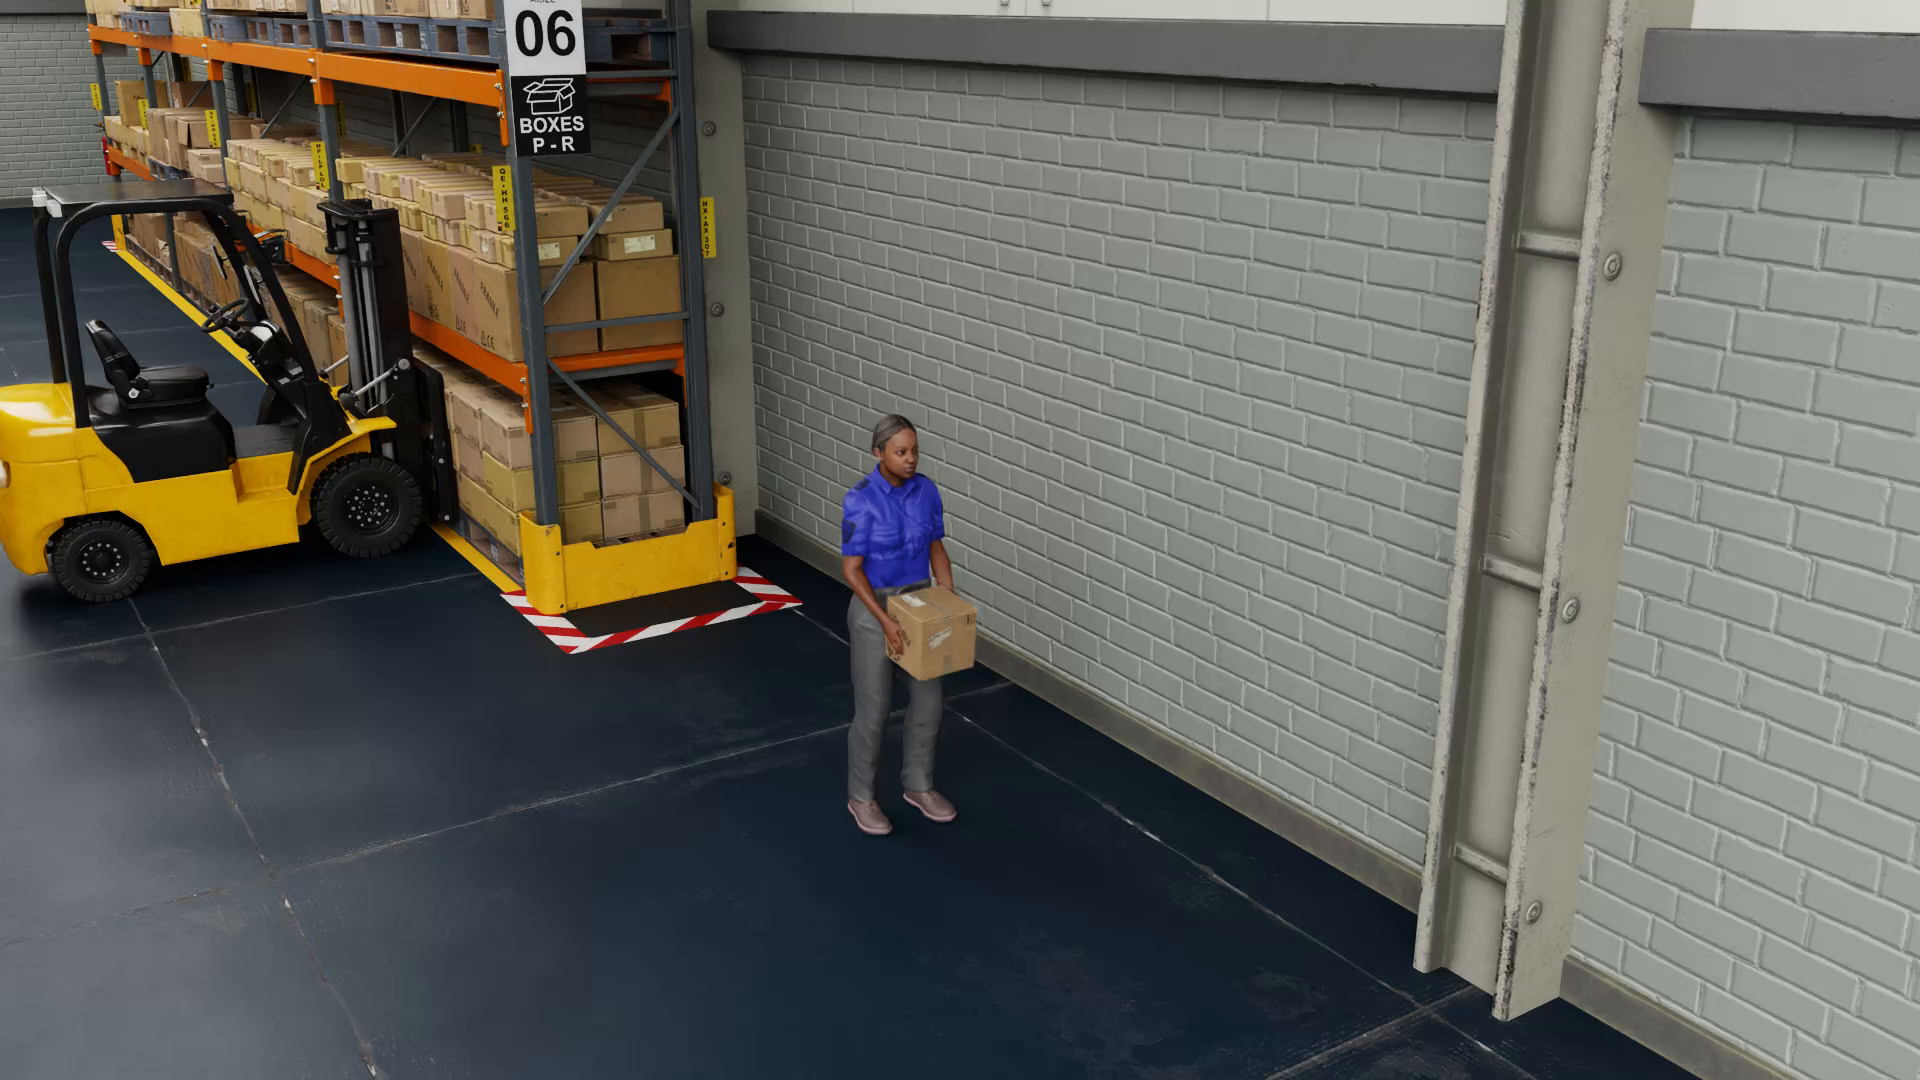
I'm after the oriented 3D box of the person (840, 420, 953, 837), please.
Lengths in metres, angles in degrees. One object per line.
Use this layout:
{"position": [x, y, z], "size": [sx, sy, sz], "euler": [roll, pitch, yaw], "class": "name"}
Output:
{"position": [-0.233, 0.328, 6.565], "size": [0.506, 1.655, 0.400], "euler": [-12, 22, -33], "class": "person"}
